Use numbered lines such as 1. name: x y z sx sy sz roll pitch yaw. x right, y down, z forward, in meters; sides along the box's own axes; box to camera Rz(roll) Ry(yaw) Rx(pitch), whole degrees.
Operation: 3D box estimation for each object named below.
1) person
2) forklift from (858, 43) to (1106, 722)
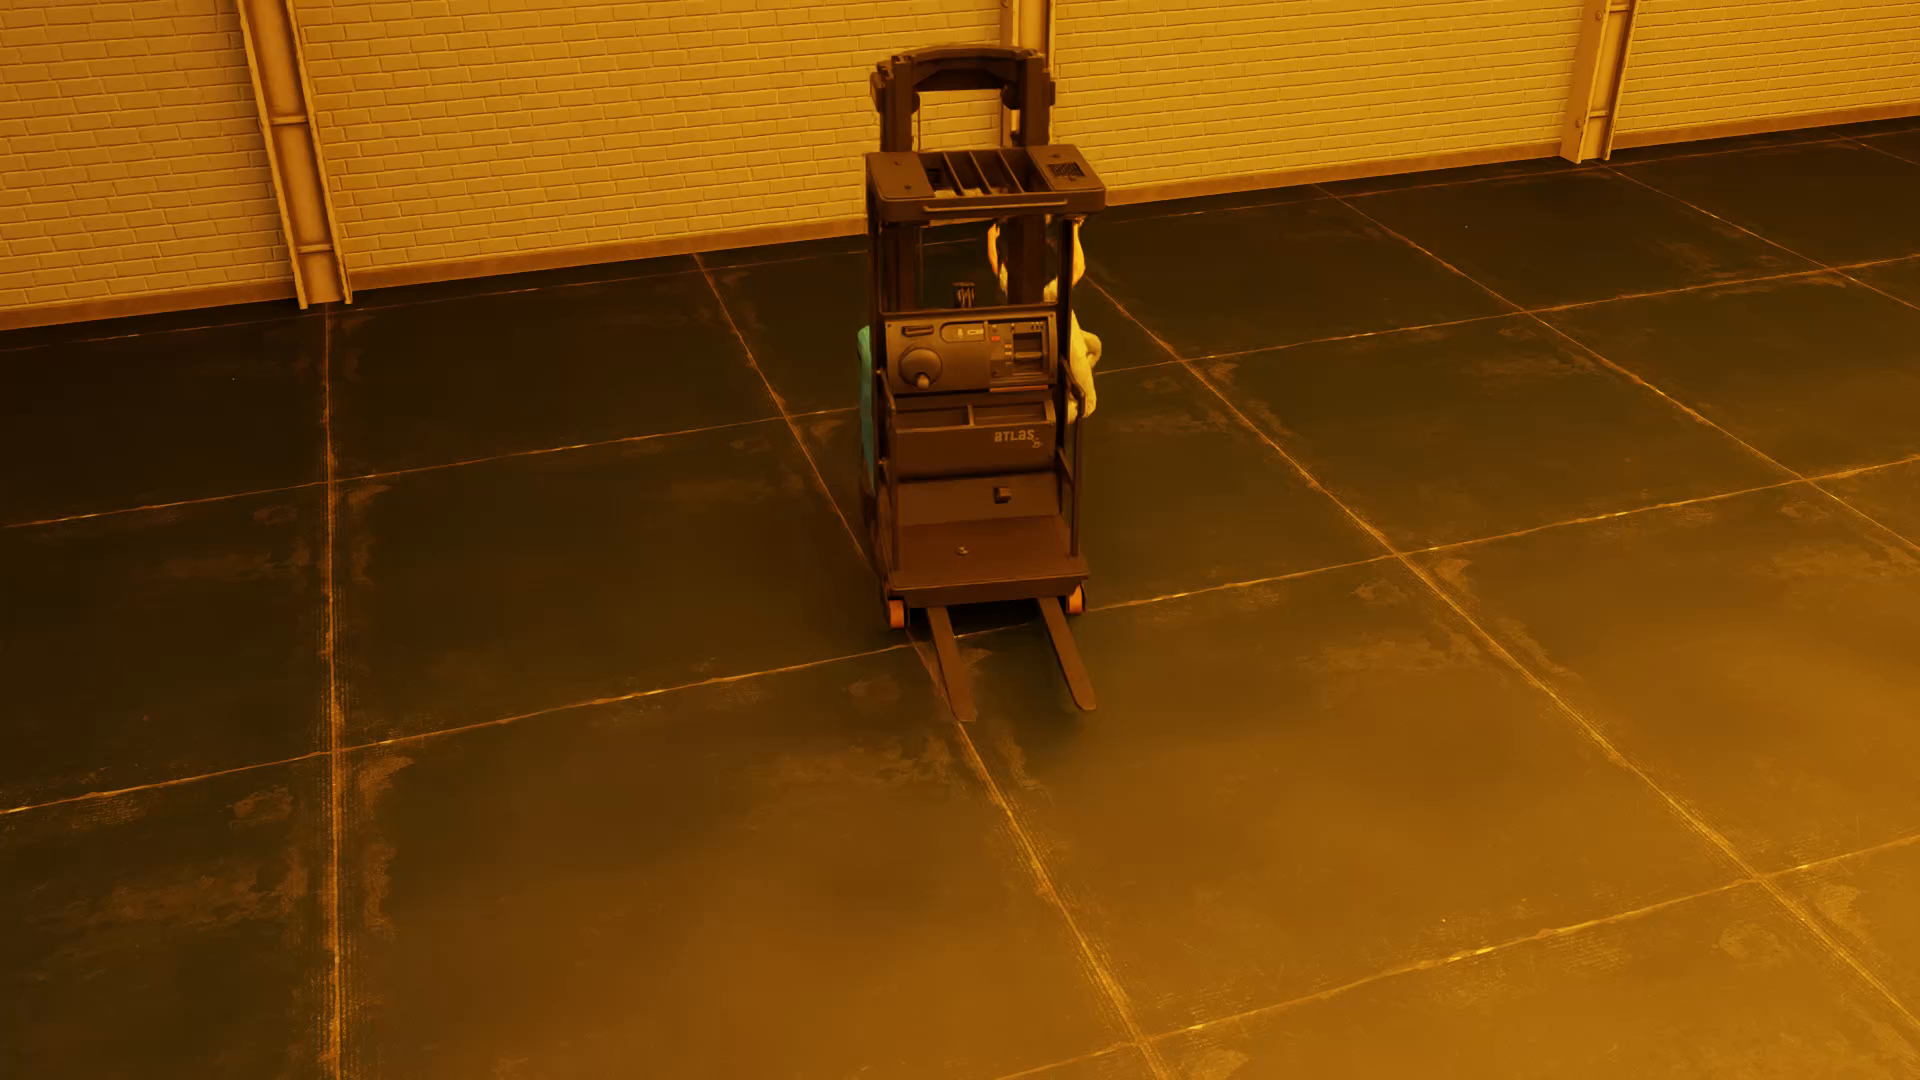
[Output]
1. person: 0.577 -1.450 11.020 0.802 1.555 0.980 -12 32 -19
2. forklift: 0.098 -0.970 8.773 1.130 2.935 3.031 -4 30 -8
